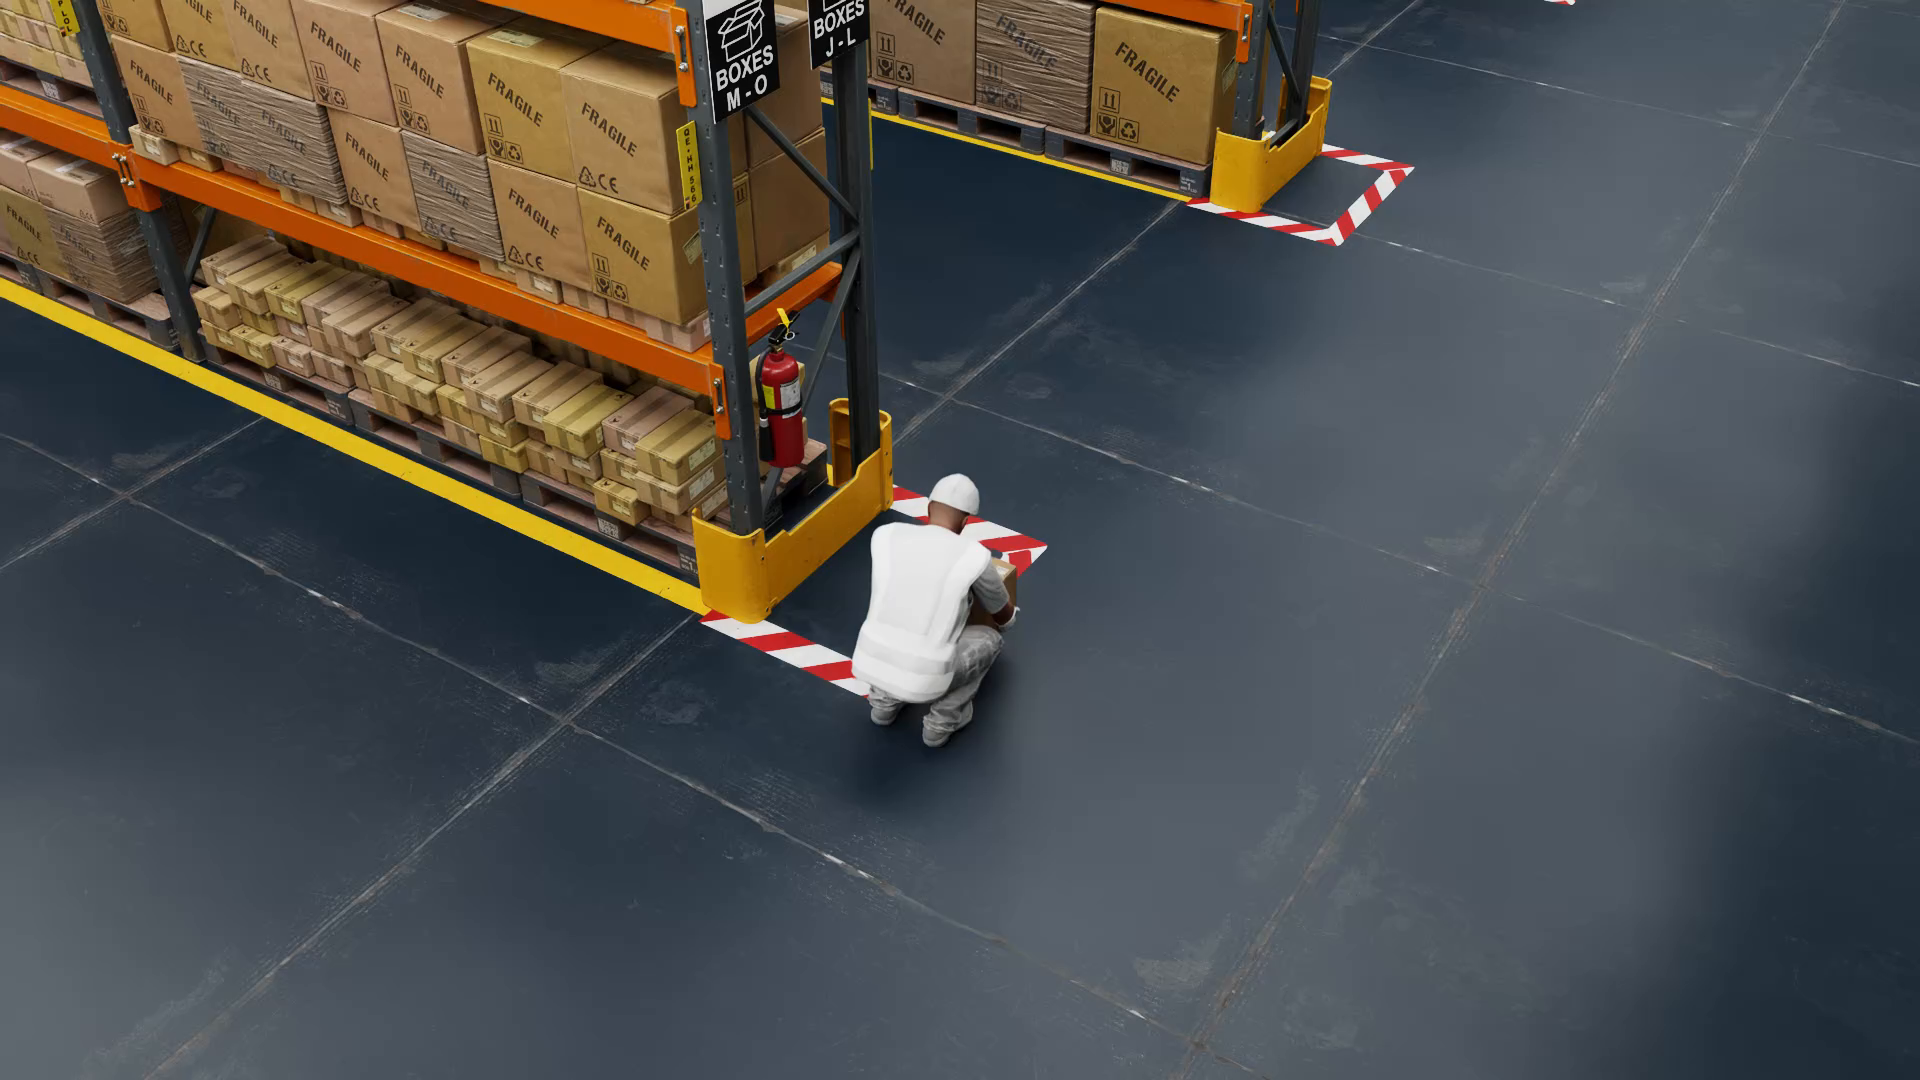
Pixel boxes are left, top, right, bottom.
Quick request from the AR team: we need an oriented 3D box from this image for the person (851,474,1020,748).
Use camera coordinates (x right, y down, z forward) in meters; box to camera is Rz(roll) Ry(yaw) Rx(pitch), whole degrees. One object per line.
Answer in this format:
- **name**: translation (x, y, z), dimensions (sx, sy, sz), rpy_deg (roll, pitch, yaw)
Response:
- **person**: translation (-0.112, 0.283, 6.953), dimensions (0.569, 0.990, 0.912), rpy_deg (20, 42, 24)
